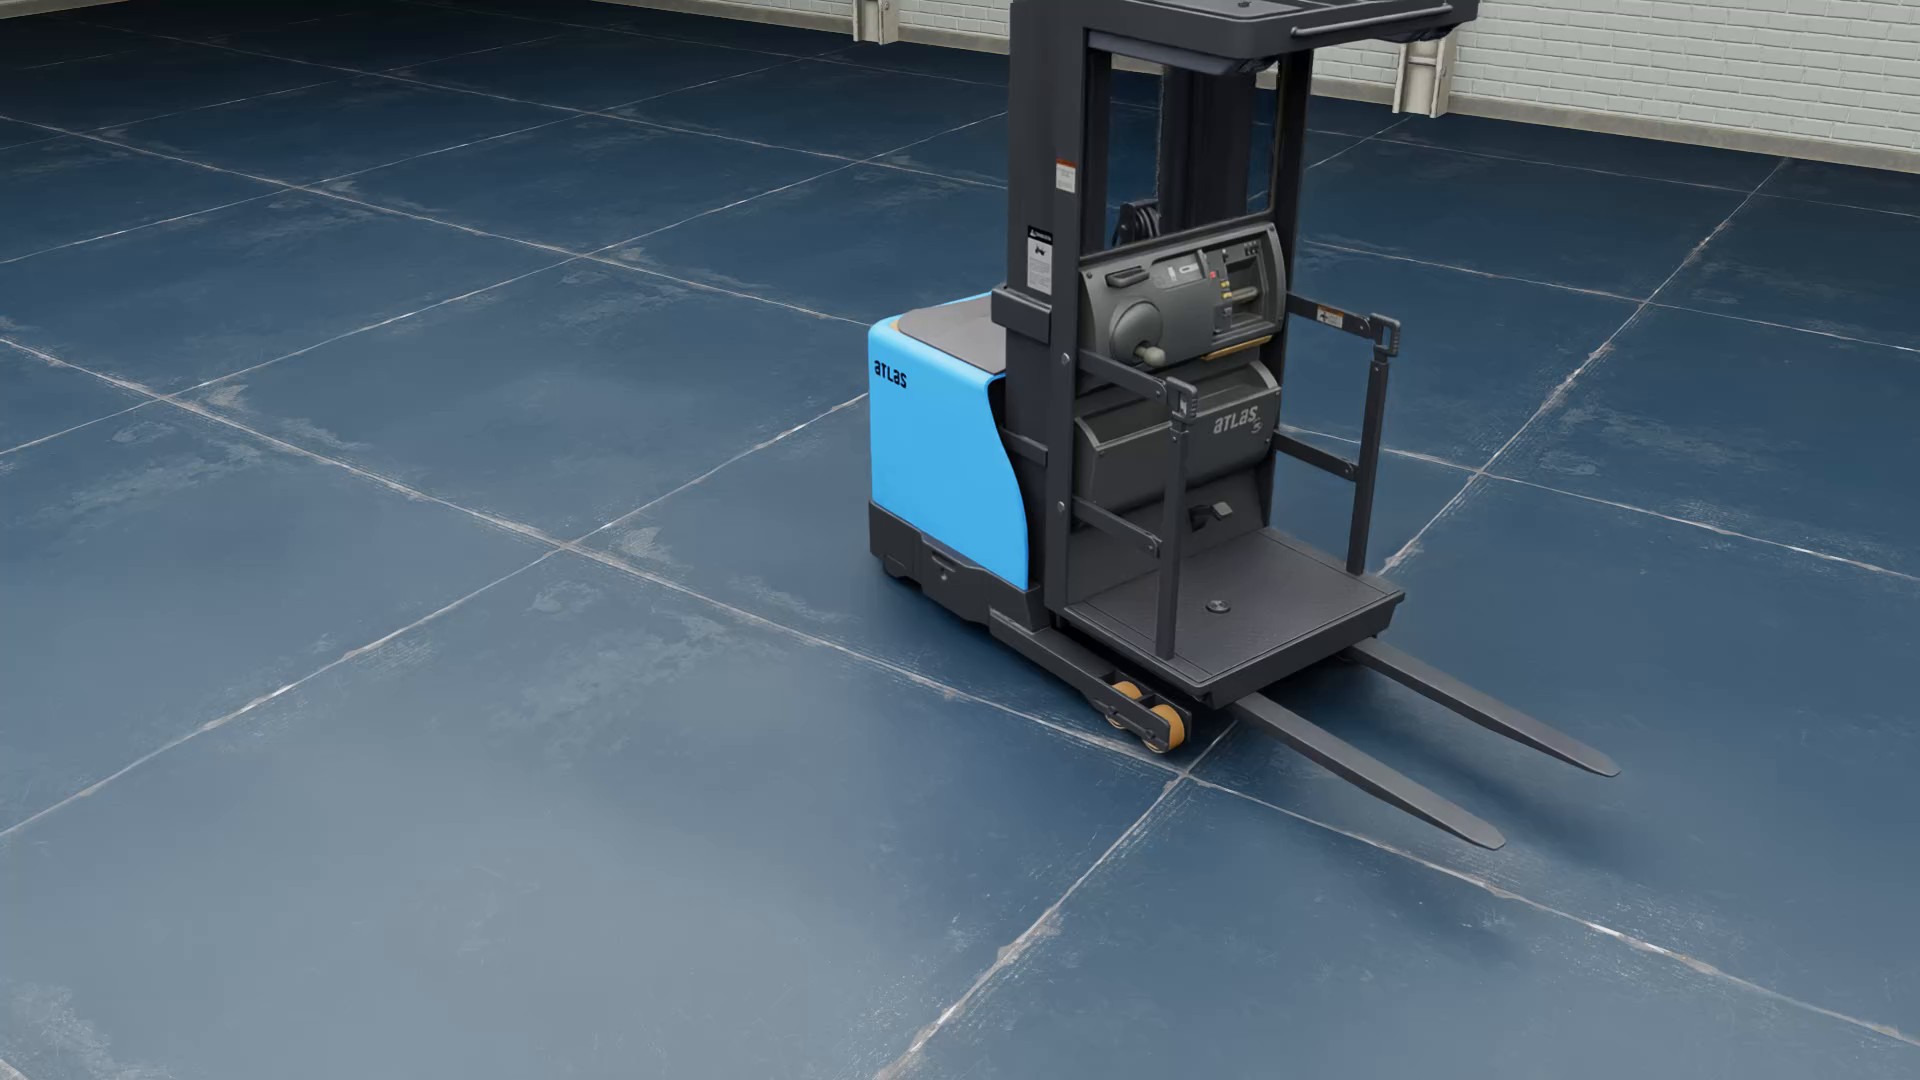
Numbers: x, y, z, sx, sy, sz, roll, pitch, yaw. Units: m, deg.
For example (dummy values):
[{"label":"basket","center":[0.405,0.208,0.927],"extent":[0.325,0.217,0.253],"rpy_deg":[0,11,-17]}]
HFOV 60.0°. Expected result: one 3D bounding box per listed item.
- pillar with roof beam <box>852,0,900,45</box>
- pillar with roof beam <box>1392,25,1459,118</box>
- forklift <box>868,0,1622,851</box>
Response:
[{"label":"pillar with roof beam","center":[-3.325,-7.719,12.497],"extent":[0.400,9.000,9.100],"rpy_deg":[17,32,30]},{"label":"pillar with roof beam","center":[1.621,-6.179,9.469],"extent":[0.400,9.000,9.100],"rpy_deg":[17,32,30]},{"label":"forklift","center":[0.922,-0.820,5.629],"extent":[1.130,2.935,3.031],"rpy_deg":[-20,33,-33]}]
